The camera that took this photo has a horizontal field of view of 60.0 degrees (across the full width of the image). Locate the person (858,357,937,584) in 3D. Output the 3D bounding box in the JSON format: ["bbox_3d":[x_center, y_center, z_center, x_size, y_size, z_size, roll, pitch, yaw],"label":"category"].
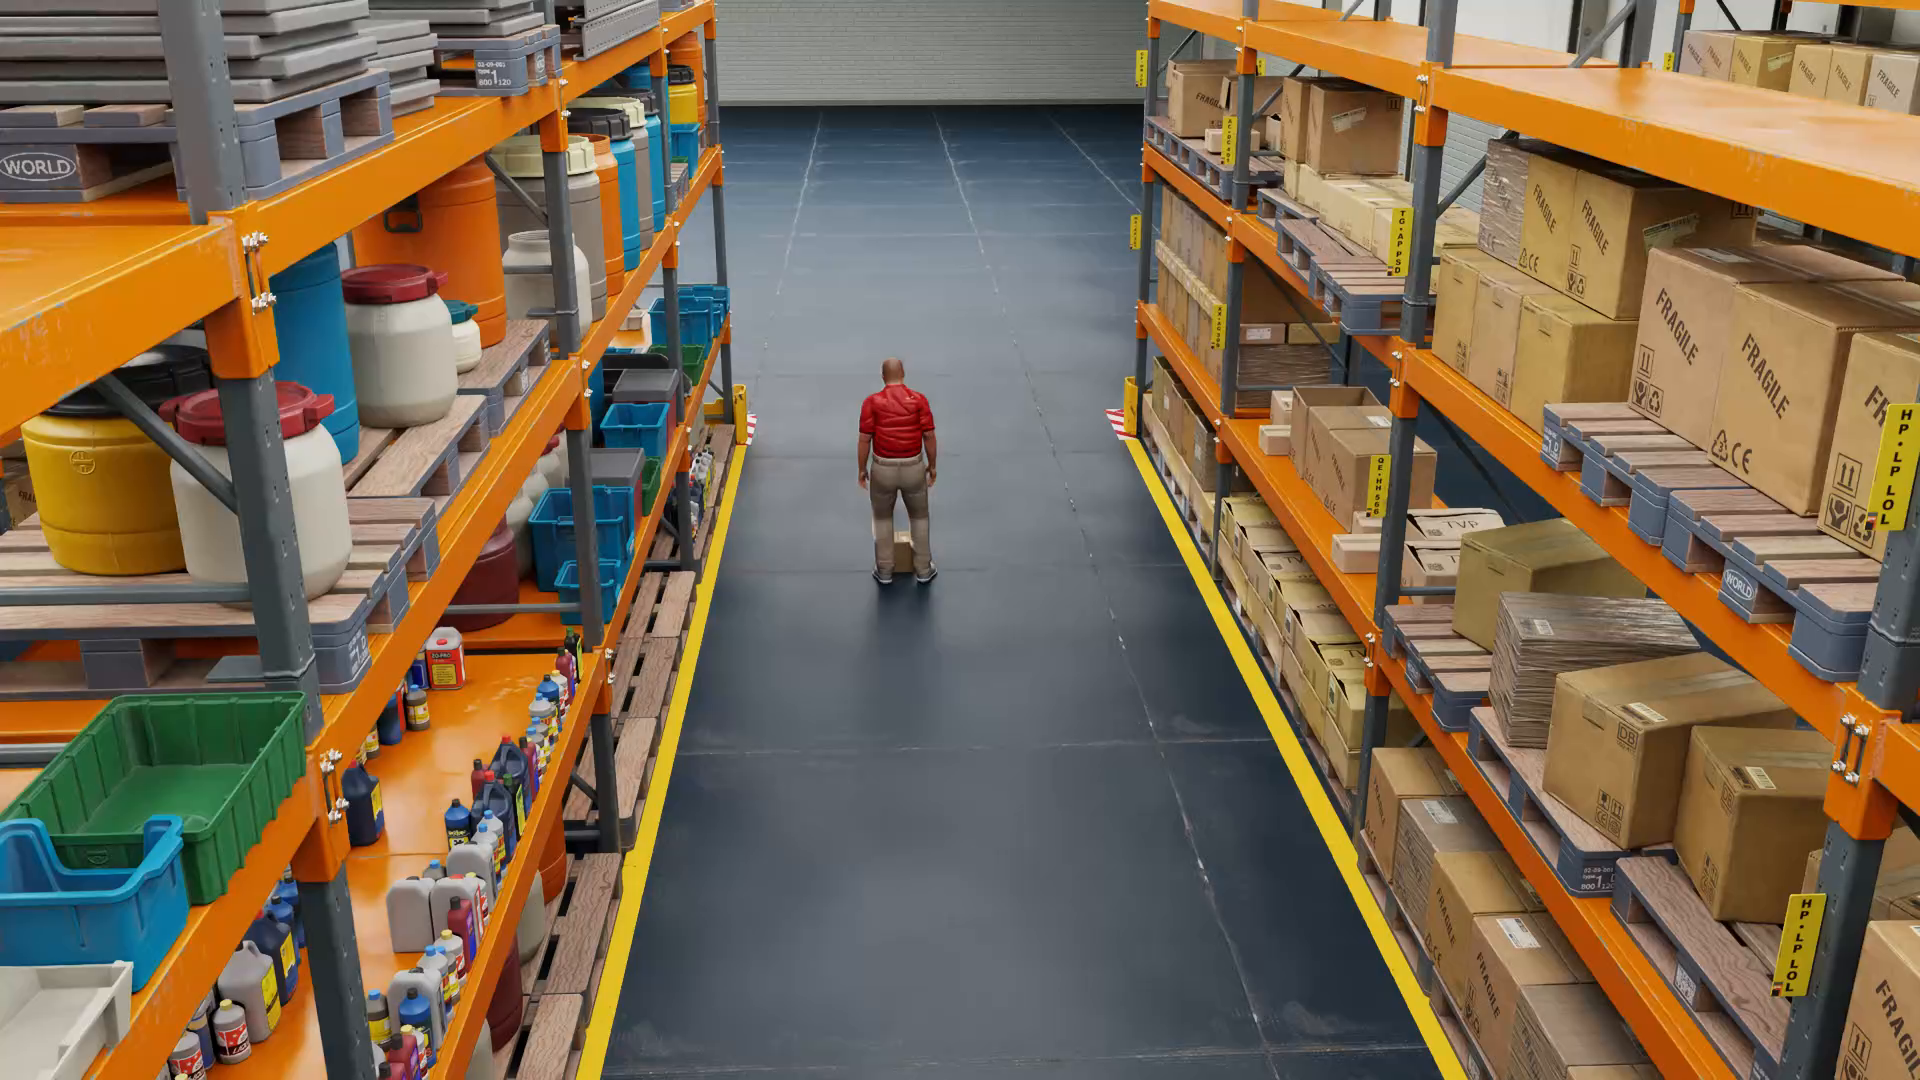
[{"bbox_3d":[-0.467,-0.514,12.488,0.597,1.727,0.384,-2,20,-5],"label":"person"}]
